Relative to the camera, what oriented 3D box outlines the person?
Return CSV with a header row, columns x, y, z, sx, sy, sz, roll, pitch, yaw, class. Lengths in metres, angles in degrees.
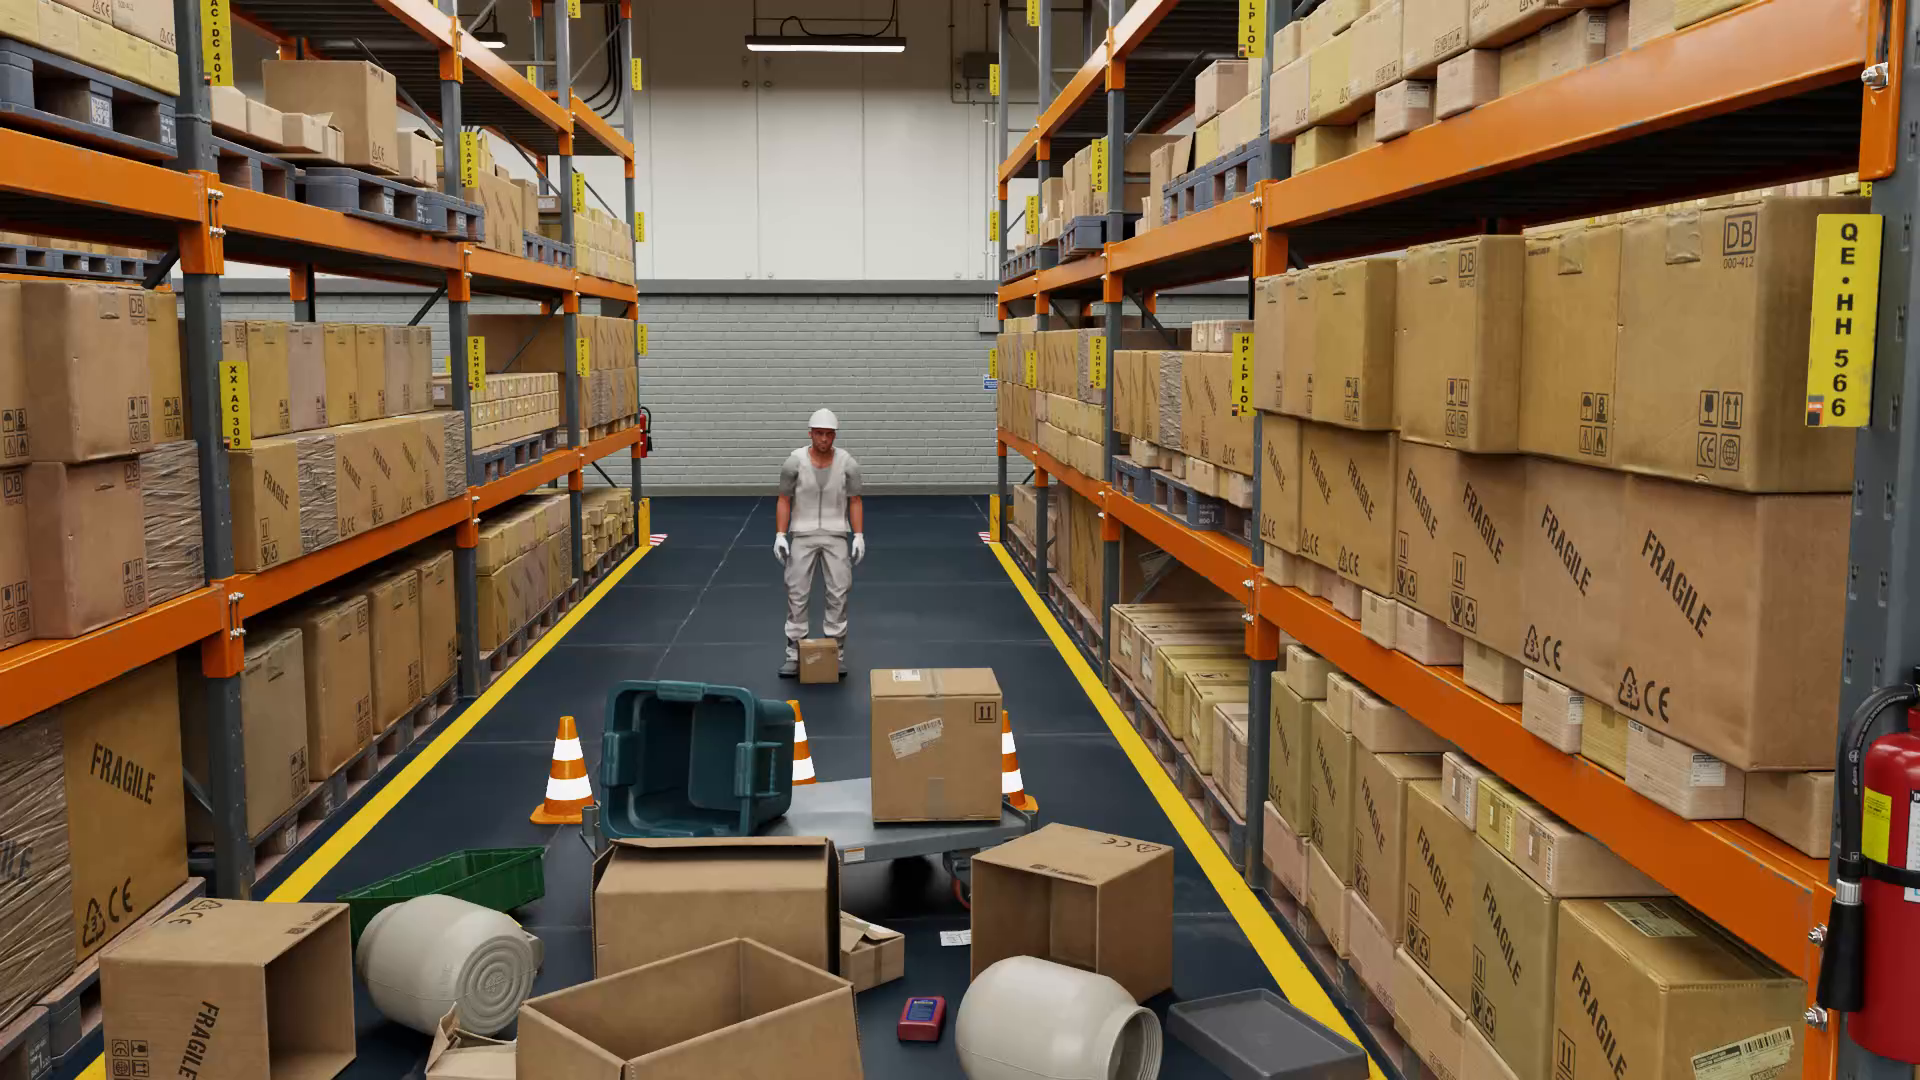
x,y,z,sx,sy,sz,roll,pitch,yaw,class
-12.784,1.125,1.894,26.498,1.731,15.774,-1,7,-7,person
